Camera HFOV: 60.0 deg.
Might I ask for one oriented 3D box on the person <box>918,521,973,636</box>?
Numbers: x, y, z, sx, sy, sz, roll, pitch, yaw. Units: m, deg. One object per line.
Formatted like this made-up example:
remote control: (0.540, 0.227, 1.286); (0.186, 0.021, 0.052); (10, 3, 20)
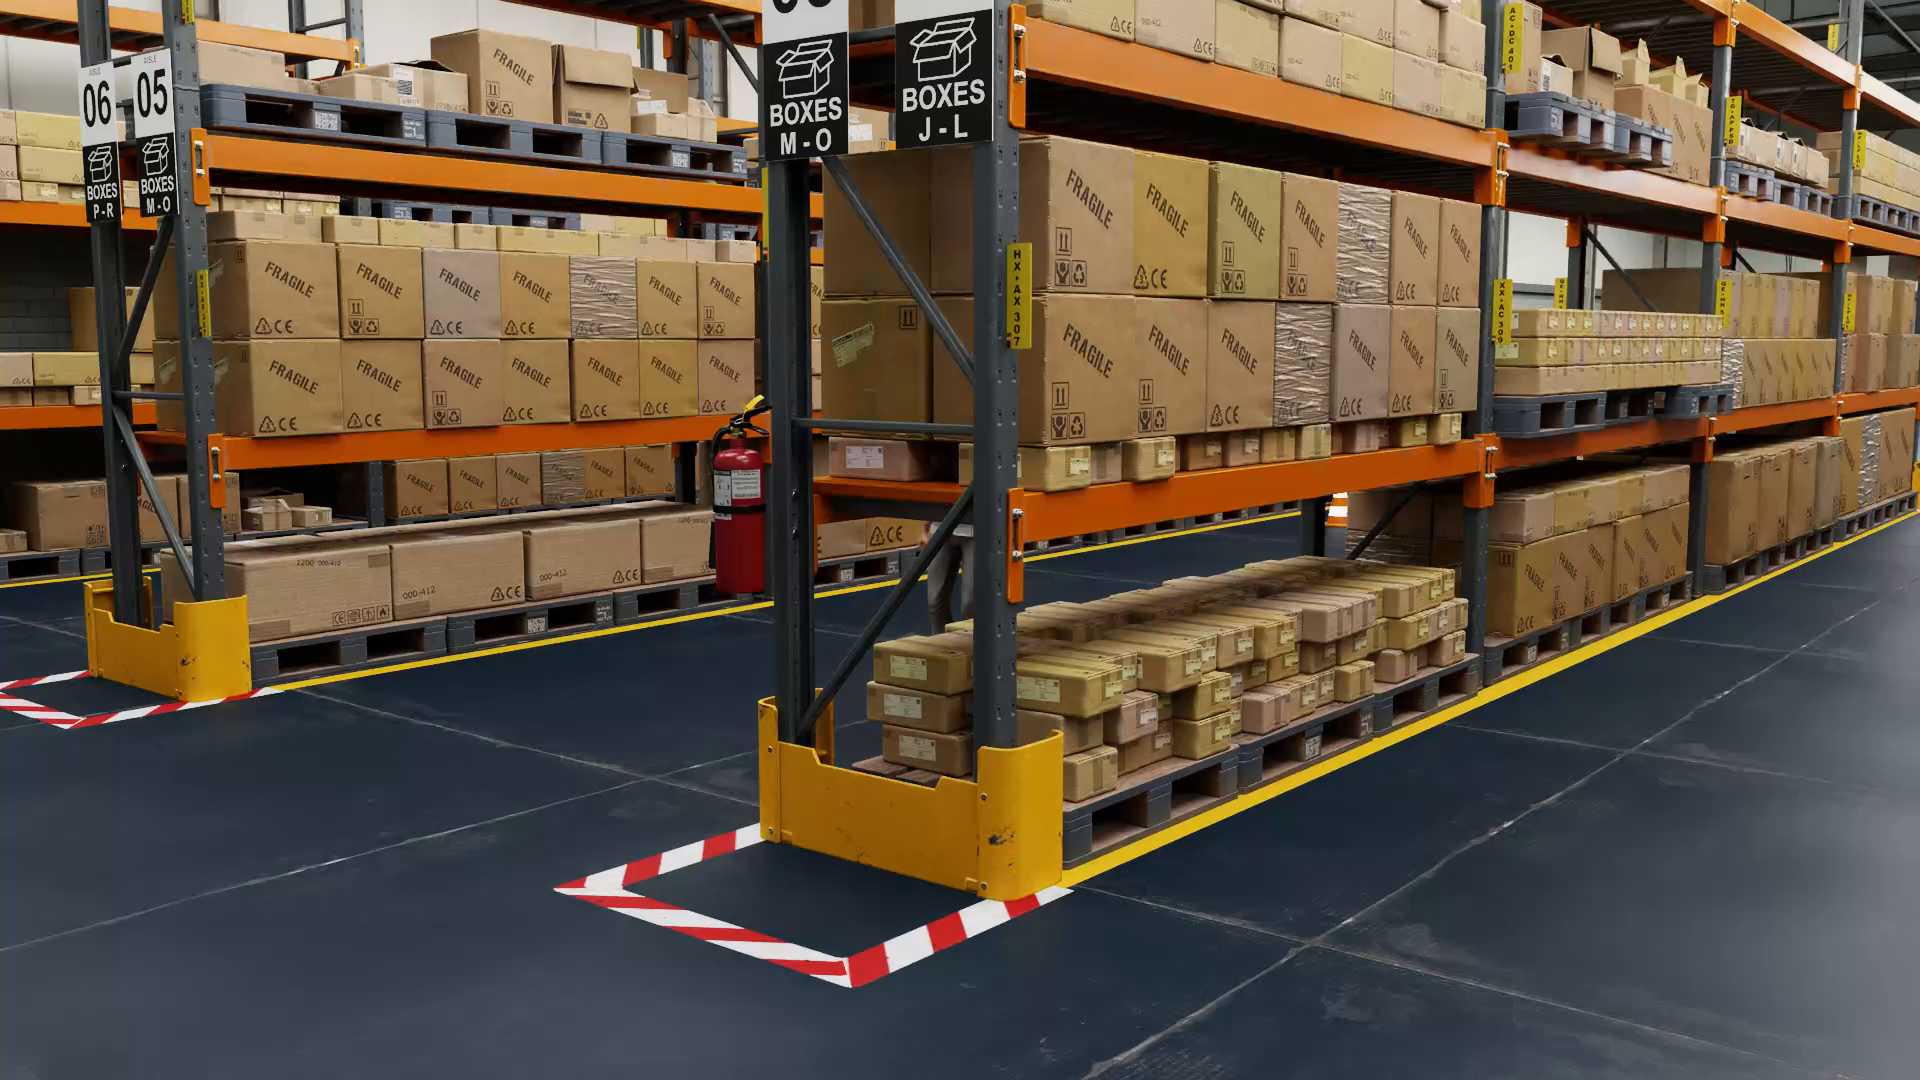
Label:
person: (0.003, 0.059, 8.344); (0.479, 1.480, 0.342); (5, 8, 34)
